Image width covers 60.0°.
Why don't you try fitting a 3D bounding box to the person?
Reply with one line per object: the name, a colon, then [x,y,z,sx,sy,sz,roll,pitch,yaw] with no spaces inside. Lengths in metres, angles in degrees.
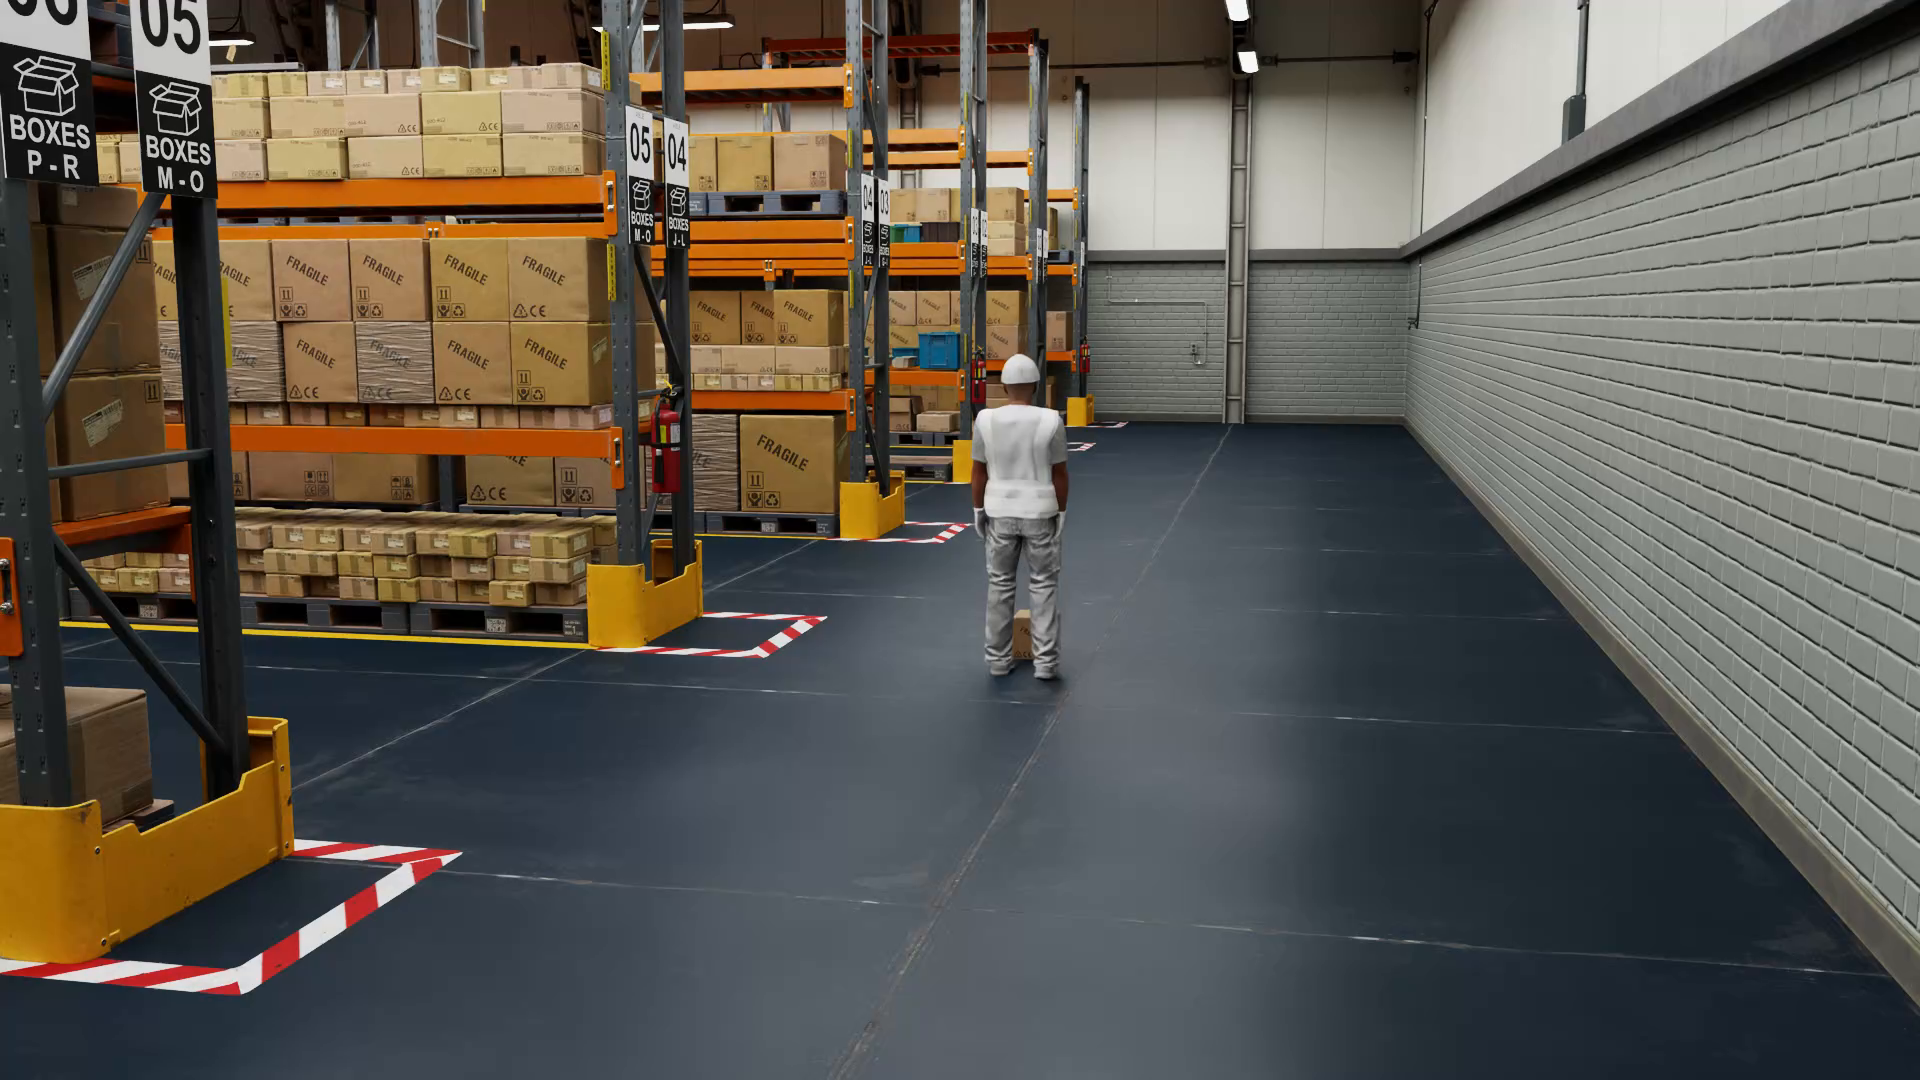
person: [0.333,-0.123,9.208,0.545,1.801,0.361,2,8,13]
